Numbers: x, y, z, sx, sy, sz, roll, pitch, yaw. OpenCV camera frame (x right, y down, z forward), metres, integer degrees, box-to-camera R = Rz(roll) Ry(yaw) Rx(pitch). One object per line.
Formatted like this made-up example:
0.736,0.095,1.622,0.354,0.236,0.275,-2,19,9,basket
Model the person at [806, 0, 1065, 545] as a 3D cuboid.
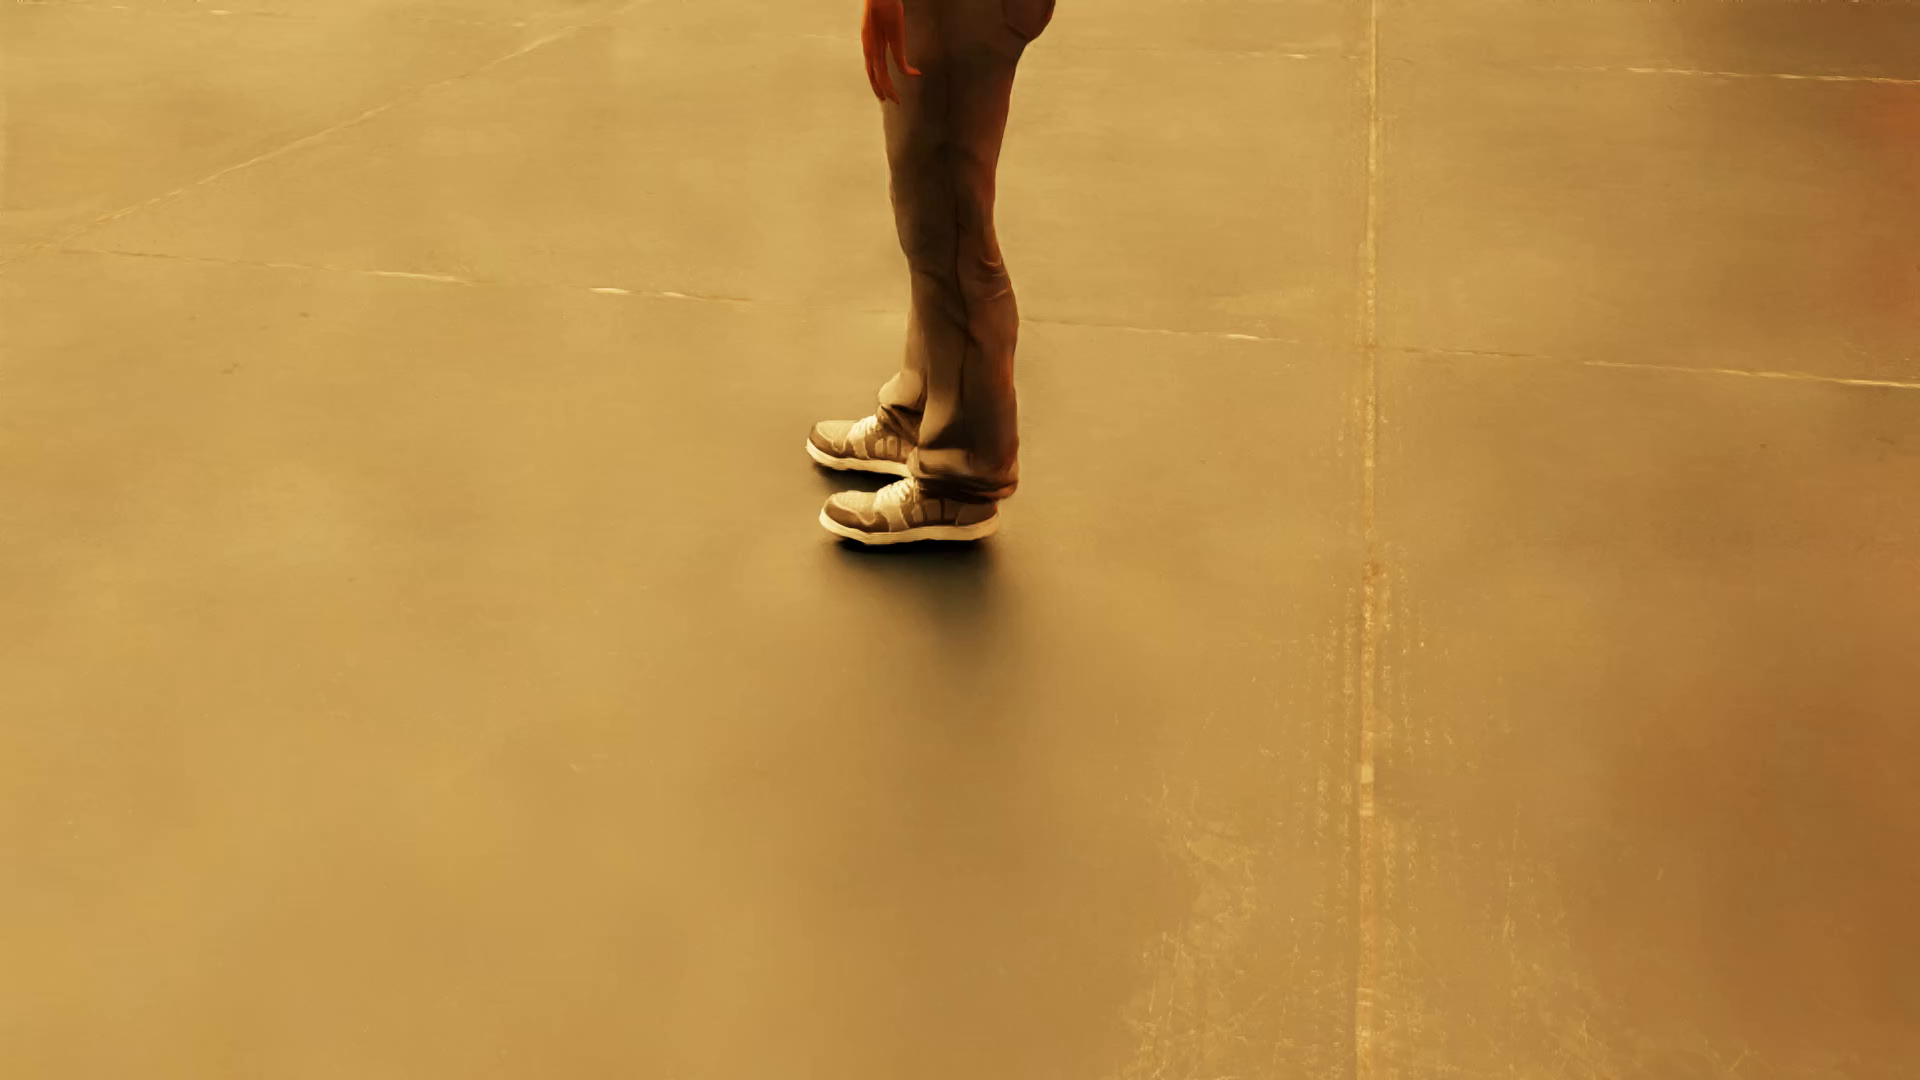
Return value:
-0.069,-0.733,2.164,0.474,1.597,0.521,6,27,11,person
